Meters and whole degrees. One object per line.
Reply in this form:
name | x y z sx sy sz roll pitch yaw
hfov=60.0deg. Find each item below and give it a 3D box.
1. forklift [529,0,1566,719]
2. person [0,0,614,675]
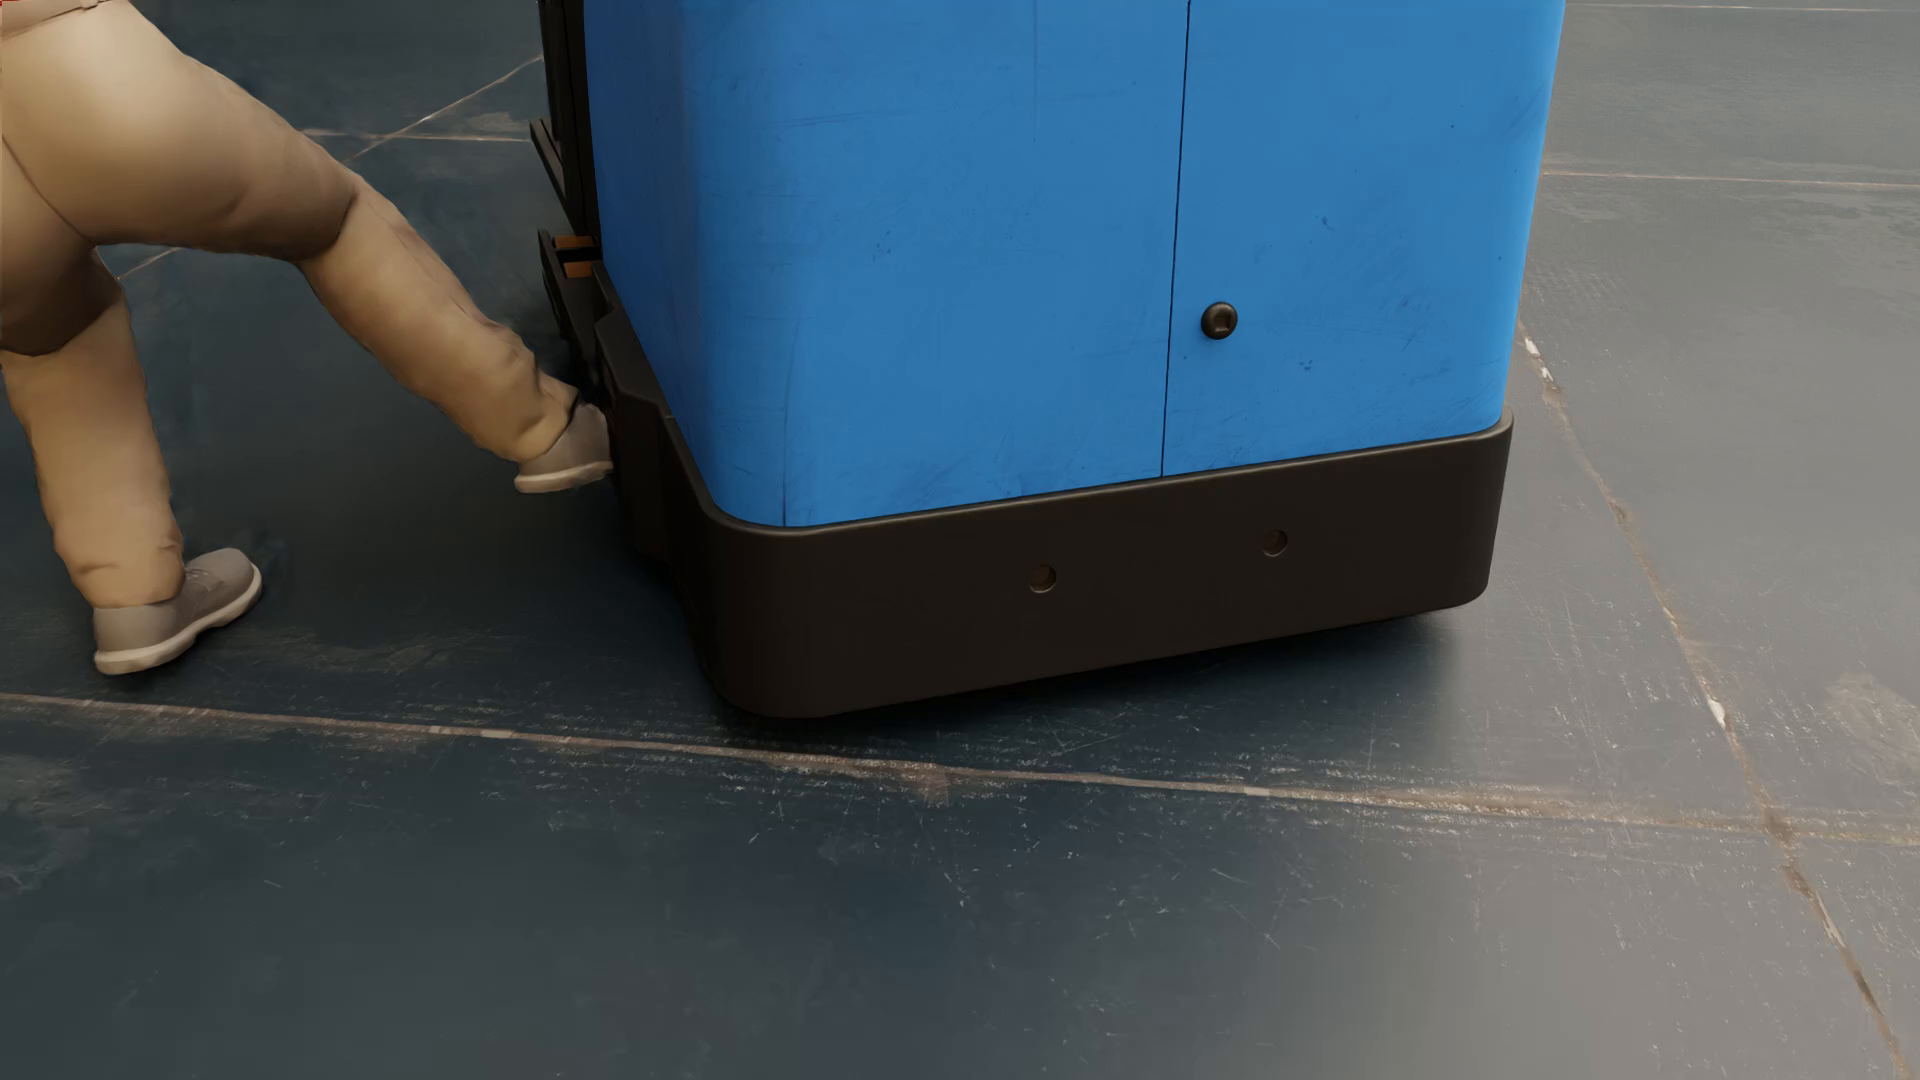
forklift | -0.232 -1.742 2.709 1.130 2.935 3.031 -8 28 -16
person | -1.101 -0.614 2.098 1.441 1.478 0.852 -13 29 -24
